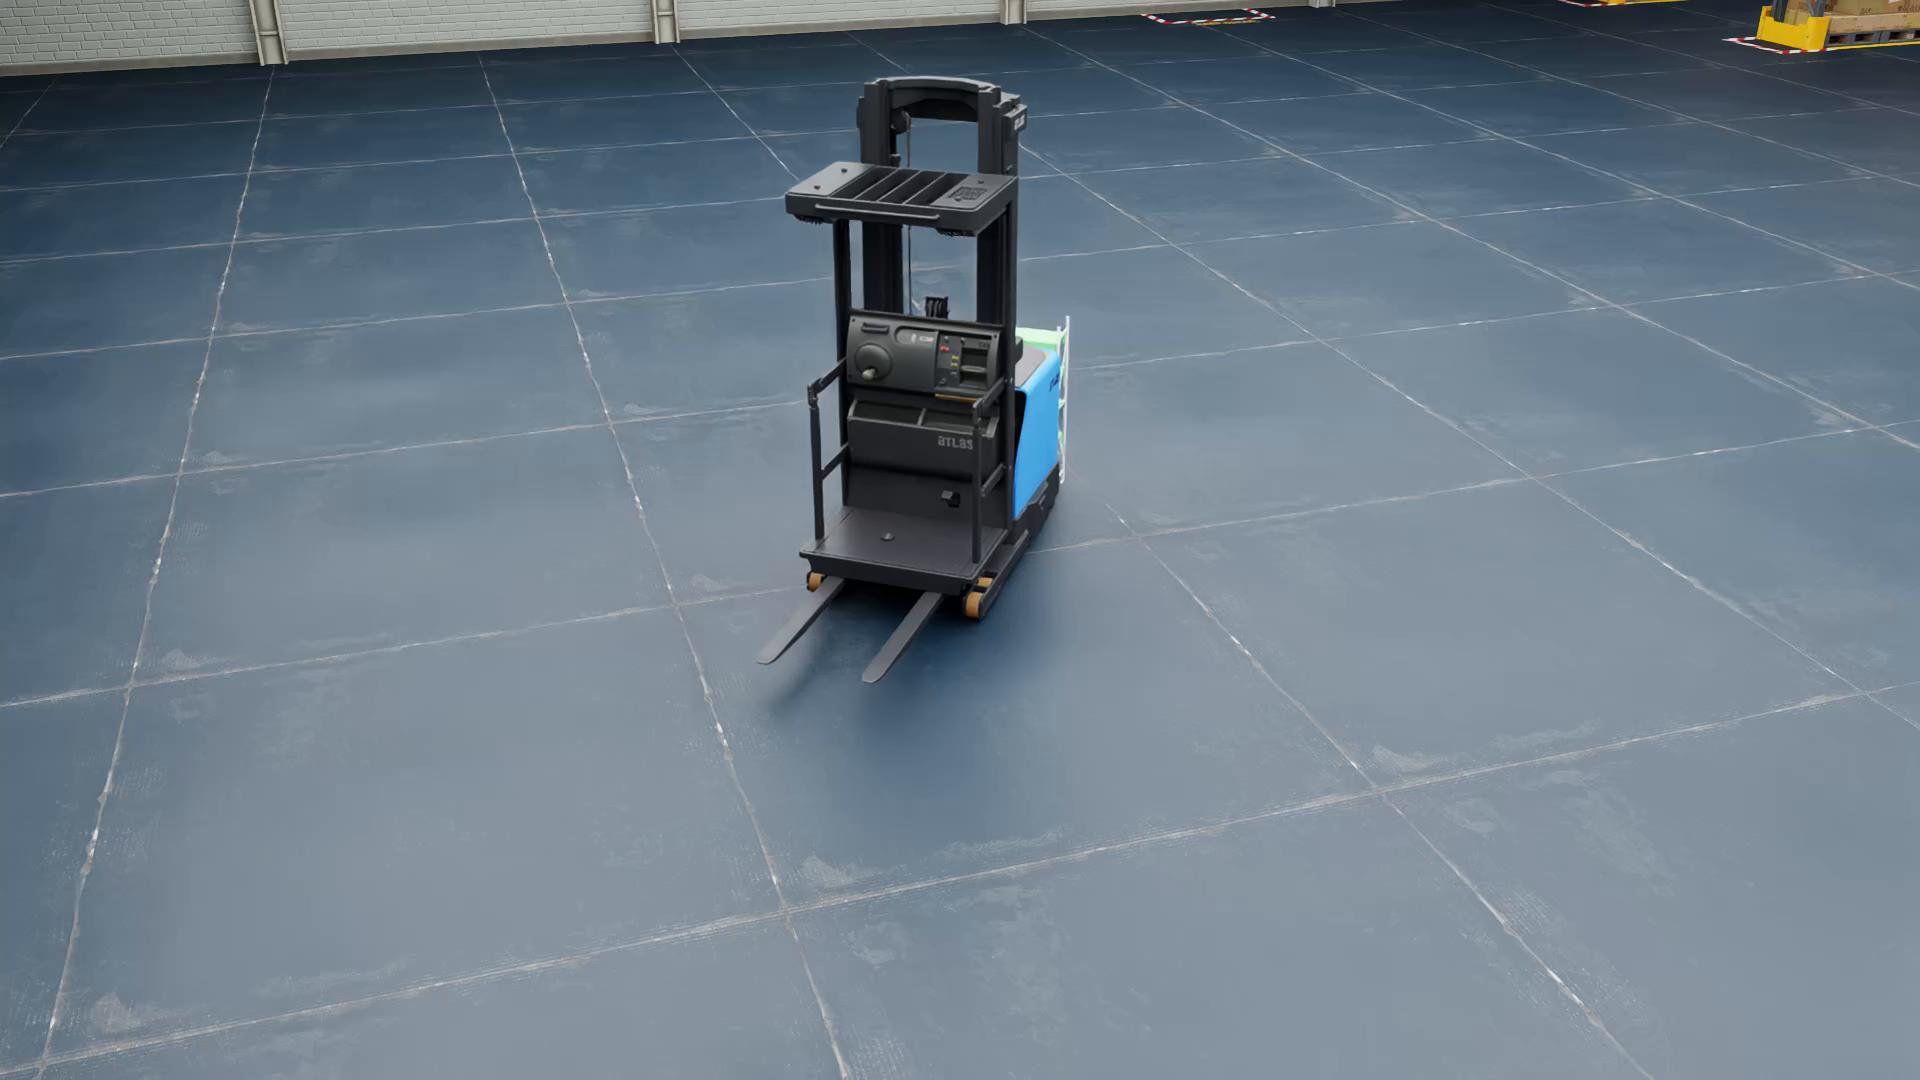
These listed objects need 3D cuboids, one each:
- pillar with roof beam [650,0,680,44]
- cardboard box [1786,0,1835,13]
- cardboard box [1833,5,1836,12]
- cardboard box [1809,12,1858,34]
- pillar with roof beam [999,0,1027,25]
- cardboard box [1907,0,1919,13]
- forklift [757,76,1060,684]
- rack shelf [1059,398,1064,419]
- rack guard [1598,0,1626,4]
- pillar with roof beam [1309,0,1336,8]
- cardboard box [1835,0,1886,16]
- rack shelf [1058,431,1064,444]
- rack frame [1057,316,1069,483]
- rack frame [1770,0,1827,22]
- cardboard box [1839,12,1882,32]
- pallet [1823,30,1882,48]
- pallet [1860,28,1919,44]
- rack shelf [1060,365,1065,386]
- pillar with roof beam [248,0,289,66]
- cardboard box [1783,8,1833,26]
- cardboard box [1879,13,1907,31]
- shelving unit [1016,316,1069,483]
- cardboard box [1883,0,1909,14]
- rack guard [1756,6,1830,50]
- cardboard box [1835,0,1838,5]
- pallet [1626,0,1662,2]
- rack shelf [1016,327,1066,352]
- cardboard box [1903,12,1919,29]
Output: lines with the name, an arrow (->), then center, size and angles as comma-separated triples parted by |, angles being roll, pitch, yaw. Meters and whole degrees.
pillar with roof beam -> -3.456, -10.342, 21.462 | 0.400, 9.000, 9.100 | -8, 28, -16
cardboard box -> 13.884, -8.890, 27.060 | 0.500, 0.500, 0.500 | -8, 28, -16
cardboard box -> 14.356, -8.627, 27.374 | 0.500, 0.250, 0.500 | -8, 28, -16
cardboard box -> 14.045, -8.334, 26.784 | 0.500, 0.250, 0.500 | -8, 28, -16
pillar with roof beam -> 2.249, -11.168, 23.126 | 0.400, 9.000, 9.100 | -8, 28, -16
cardboard box -> 15.472, -8.875, 27.031 | 0.500, 0.500, 0.500 | -8, 28, -16
forklift -> -0.287, -1.045, 9.559 | 1.130, 2.935, 3.031 | 9, 28, 17
rack shelf -> 0.450, -0.882, 11.321 | 0.480, 0.148, 0.258 | 9, 28, 17
rack guard -> 12.001, -10.382, 31.101 | 0.348, 0.500, 1.175 | -8, 28, -16
pillar with roof beam -> 7.954, -11.994, 24.790 | 0.400, 9.000, 9.100 | -8, 28, -16
cardboard box -> 14.519, -8.739, 26.757 | 0.500, 0.500, 0.500 | -8, 28, -16
rack shelf -> 0.450, -0.667, 11.427 | 0.480, 0.148, 0.258 | 9, 28, 17
rack frame -> 0.681, -0.904, 11.222 | 0.015, 1.200, 0.240 | 9, 28, 17
rack frame -> 13.466, -9.398, 26.306 | 0.127, 3.000, 1.000 | -8, 28, -16
cardboard box -> 14.519, -8.404, 26.925 | 0.500, 0.250, 0.500 | -8, 28, -16
pallet -> 14.180, -8.272, 27.174 | 1.213, 0.211, 1.003 | -8, 28, -16
pallet -> 15.338, -8.438, 27.509 | 1.213, 0.211, 1.003 | -8, 28, -16
rack shelf -> 0.450, -1.097, 11.214 | 0.480, 0.148, 0.258 | 9, 28, 17
pillar with roof beam -> -9.161, -9.516, 19.798 | 0.400, 9.000, 9.100 | -8, 28, -16
cardboard box -> 13.884, -8.553, 27.225 | 0.500, 0.250, 0.500 | -8, 28, -16
cardboard box -> 14.994, -8.473, 27.064 | 0.500, 0.250, 0.500 | -8, 28, -16
shelving unit -> 0.450, -0.939, 11.292 | 0.503, 1.200, 0.258 | 9, 28, 17
cardboard box -> 14.991, -8.814, 26.907 | 0.500, 0.500, 0.500 | -8, 28, -16
rack guard -> 13.443, -8.275, 26.855 | 0.348, 0.500, 1.175 | -8, 28, -16
cardboard box -> 14.830, -9.034, 27.350 | 0.500, 0.500, 0.500 | -8, 28, -16
pallet -> 12.784, -10.350, 31.360 | 1.213, 0.211, 1.003 | -8, 28, -16
rack shelf -> 0.450, -1.312, 11.107 | 0.480, 0.148, 0.258 | 9, 28, 17
cardboard box -> 15.471, -8.540, 27.198 | 0.500, 0.250, 0.500 | -8, 28, -16
